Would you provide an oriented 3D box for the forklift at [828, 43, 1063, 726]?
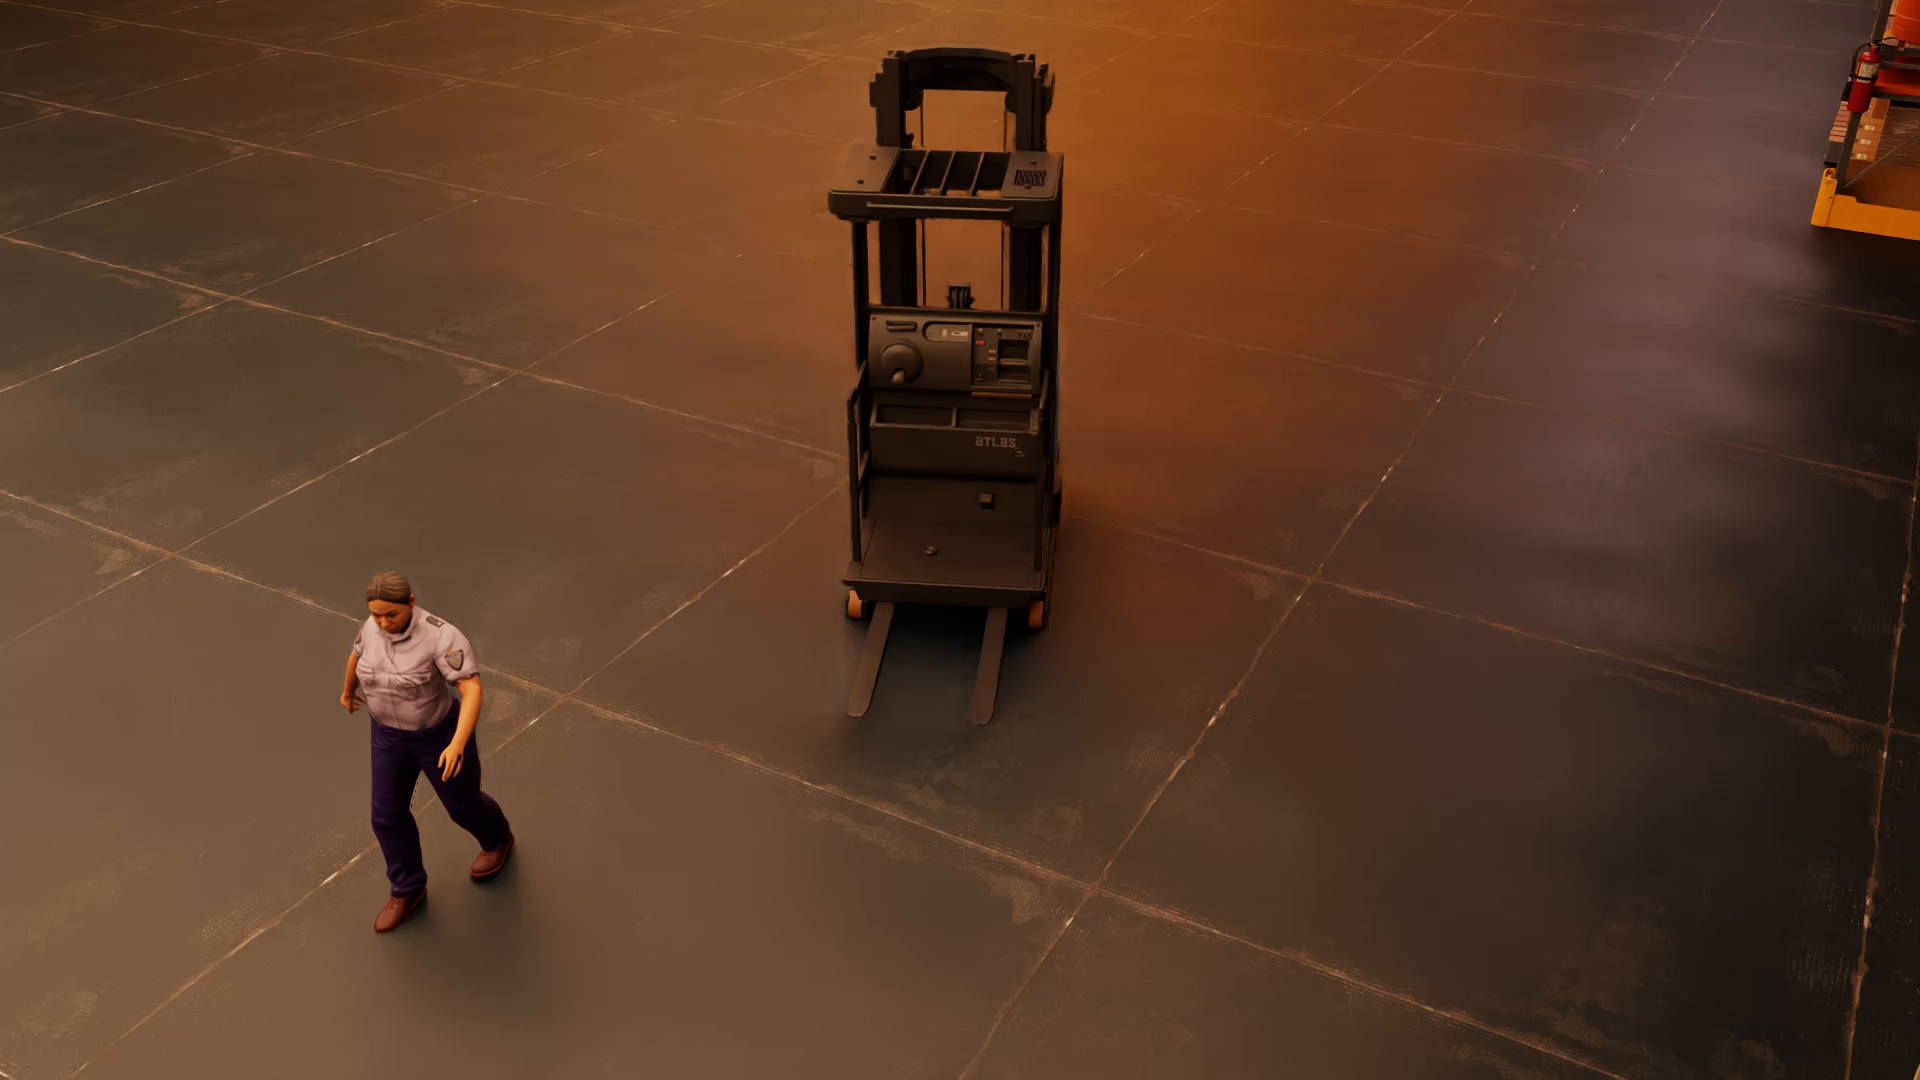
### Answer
[{"bbox_3d":[-0.046,-0.956,8.727,1.130,2.935,3.031,3,30,5],"label":"forklift"}]

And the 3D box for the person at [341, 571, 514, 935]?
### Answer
[{"bbox_3d":[-2.291,0.840,6.945,0.894,1.630,0.729,9,31,15],"label":"person"}]
